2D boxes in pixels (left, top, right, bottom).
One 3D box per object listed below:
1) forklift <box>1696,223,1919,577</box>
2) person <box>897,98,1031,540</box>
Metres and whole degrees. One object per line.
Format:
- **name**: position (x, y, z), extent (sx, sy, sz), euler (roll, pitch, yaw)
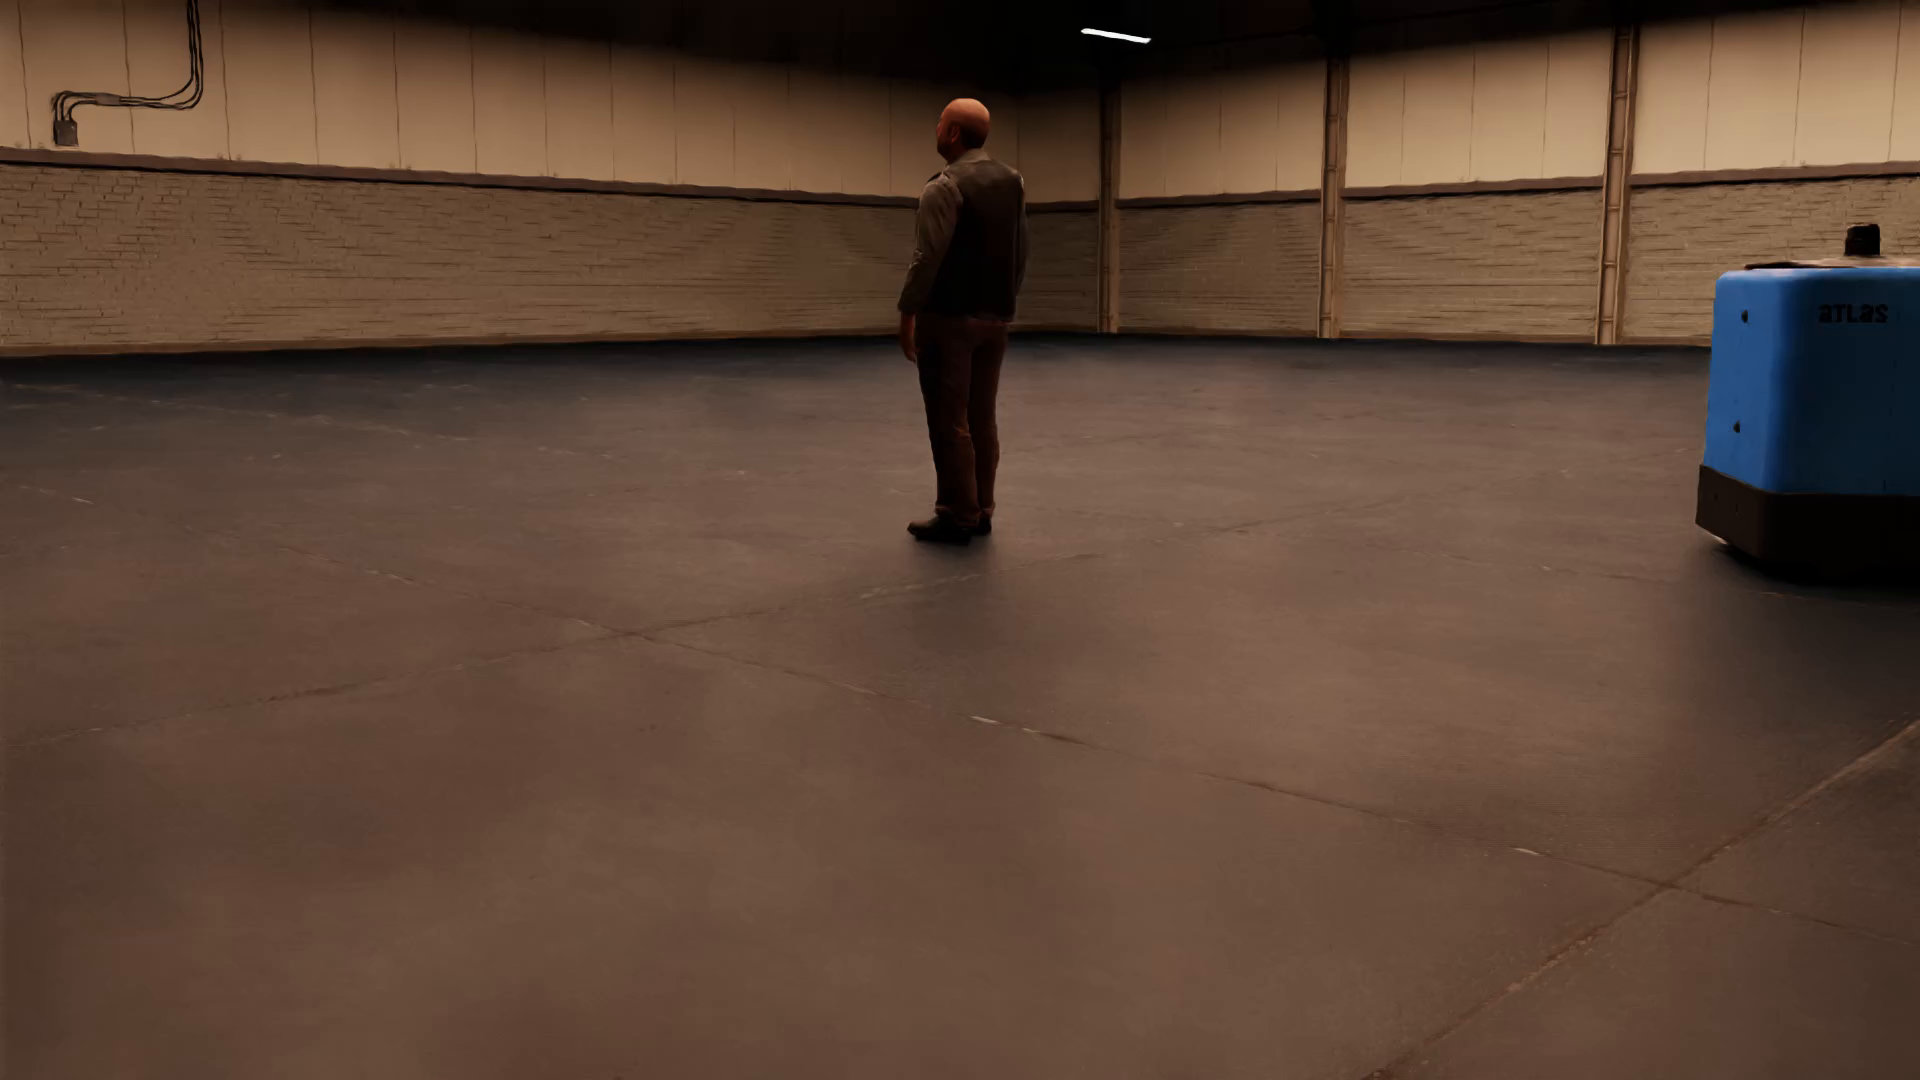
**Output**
- **forklift**: position (4.350, -1.336, 5.743), extent (3.031, 2.935, 1.130), euler (2, 9, 11)
- **person**: position (-0.039, -0.865, 6.637), extent (0.567, 1.720, 0.632), euler (8, 12, 43)
